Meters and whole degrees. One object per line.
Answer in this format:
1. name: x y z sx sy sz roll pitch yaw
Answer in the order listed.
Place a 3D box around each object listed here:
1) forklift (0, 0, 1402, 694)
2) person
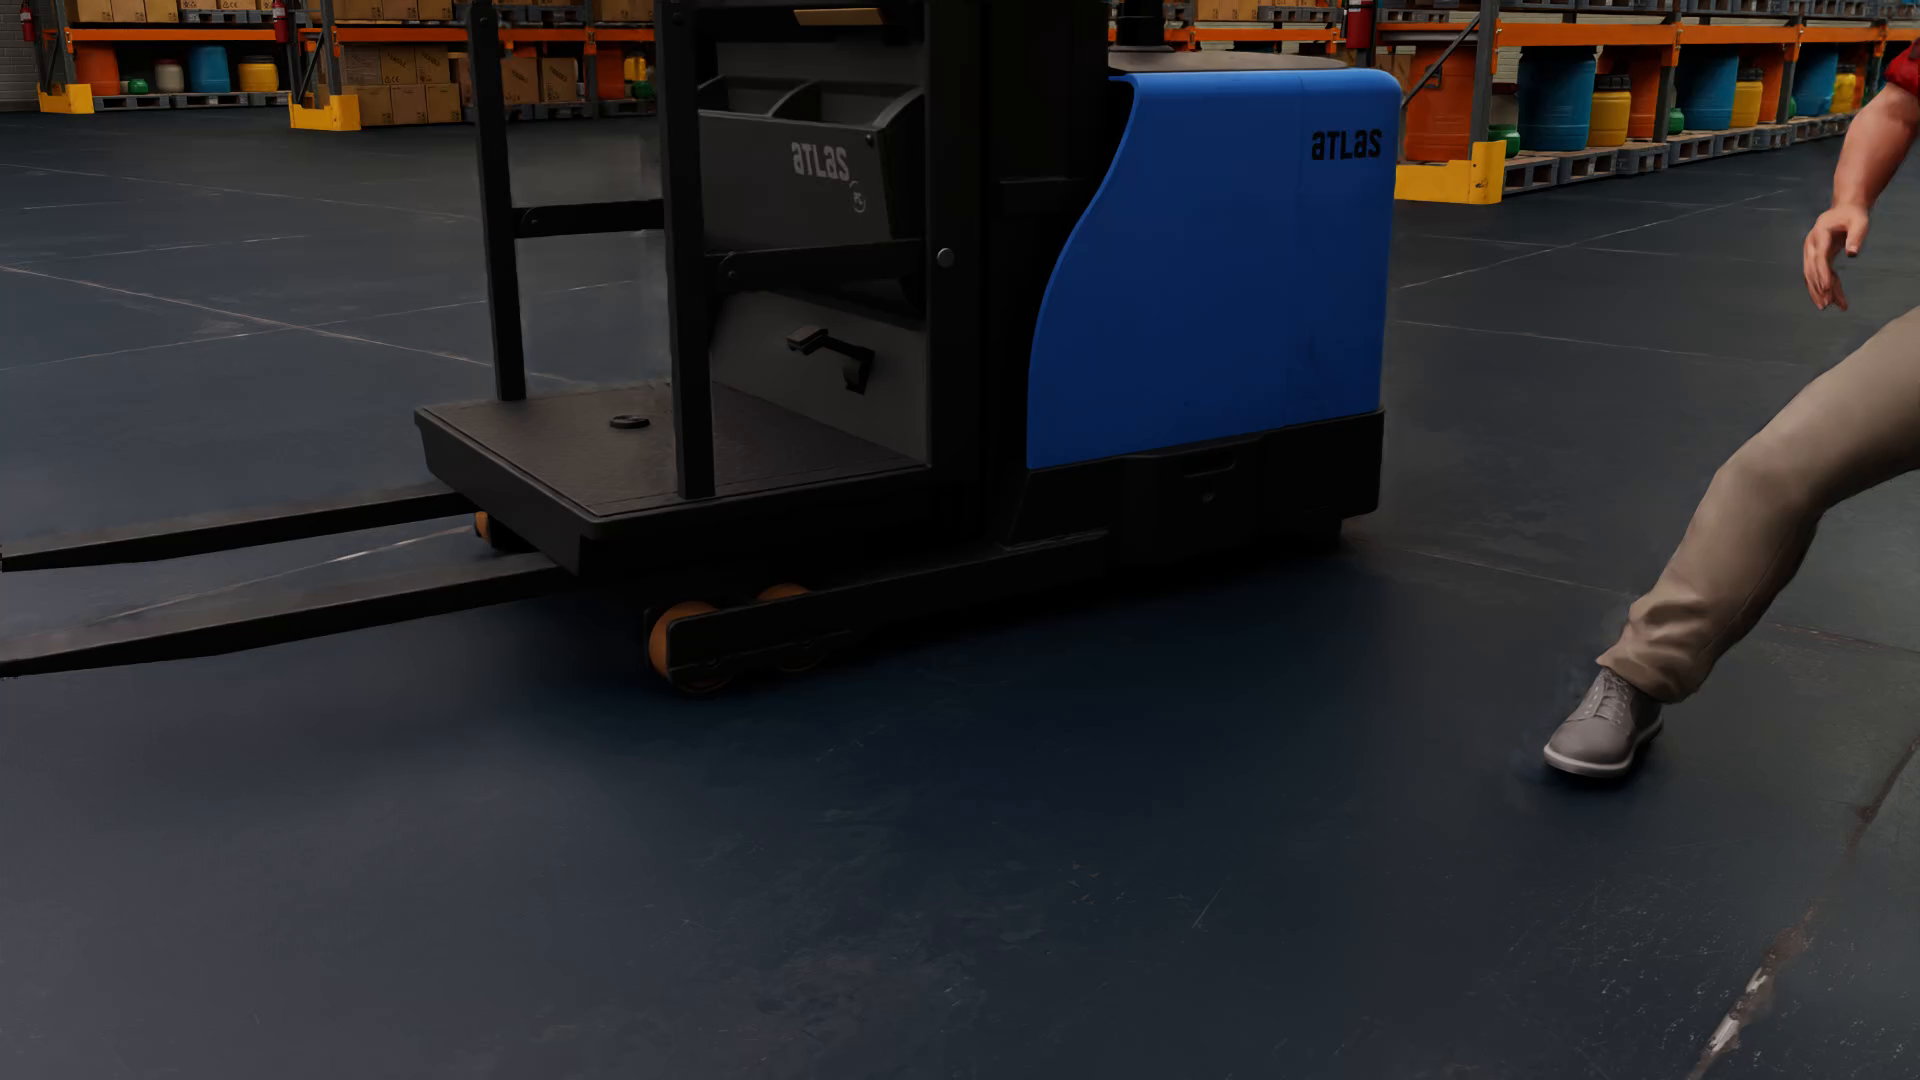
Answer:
1. forklift: -0.518 -1.297 3.169 3.031 2.935 1.130 -11 20 -32
2. person: 1.651 -0.319 2.383 0.993 1.548 1.148 -14 22 -39
